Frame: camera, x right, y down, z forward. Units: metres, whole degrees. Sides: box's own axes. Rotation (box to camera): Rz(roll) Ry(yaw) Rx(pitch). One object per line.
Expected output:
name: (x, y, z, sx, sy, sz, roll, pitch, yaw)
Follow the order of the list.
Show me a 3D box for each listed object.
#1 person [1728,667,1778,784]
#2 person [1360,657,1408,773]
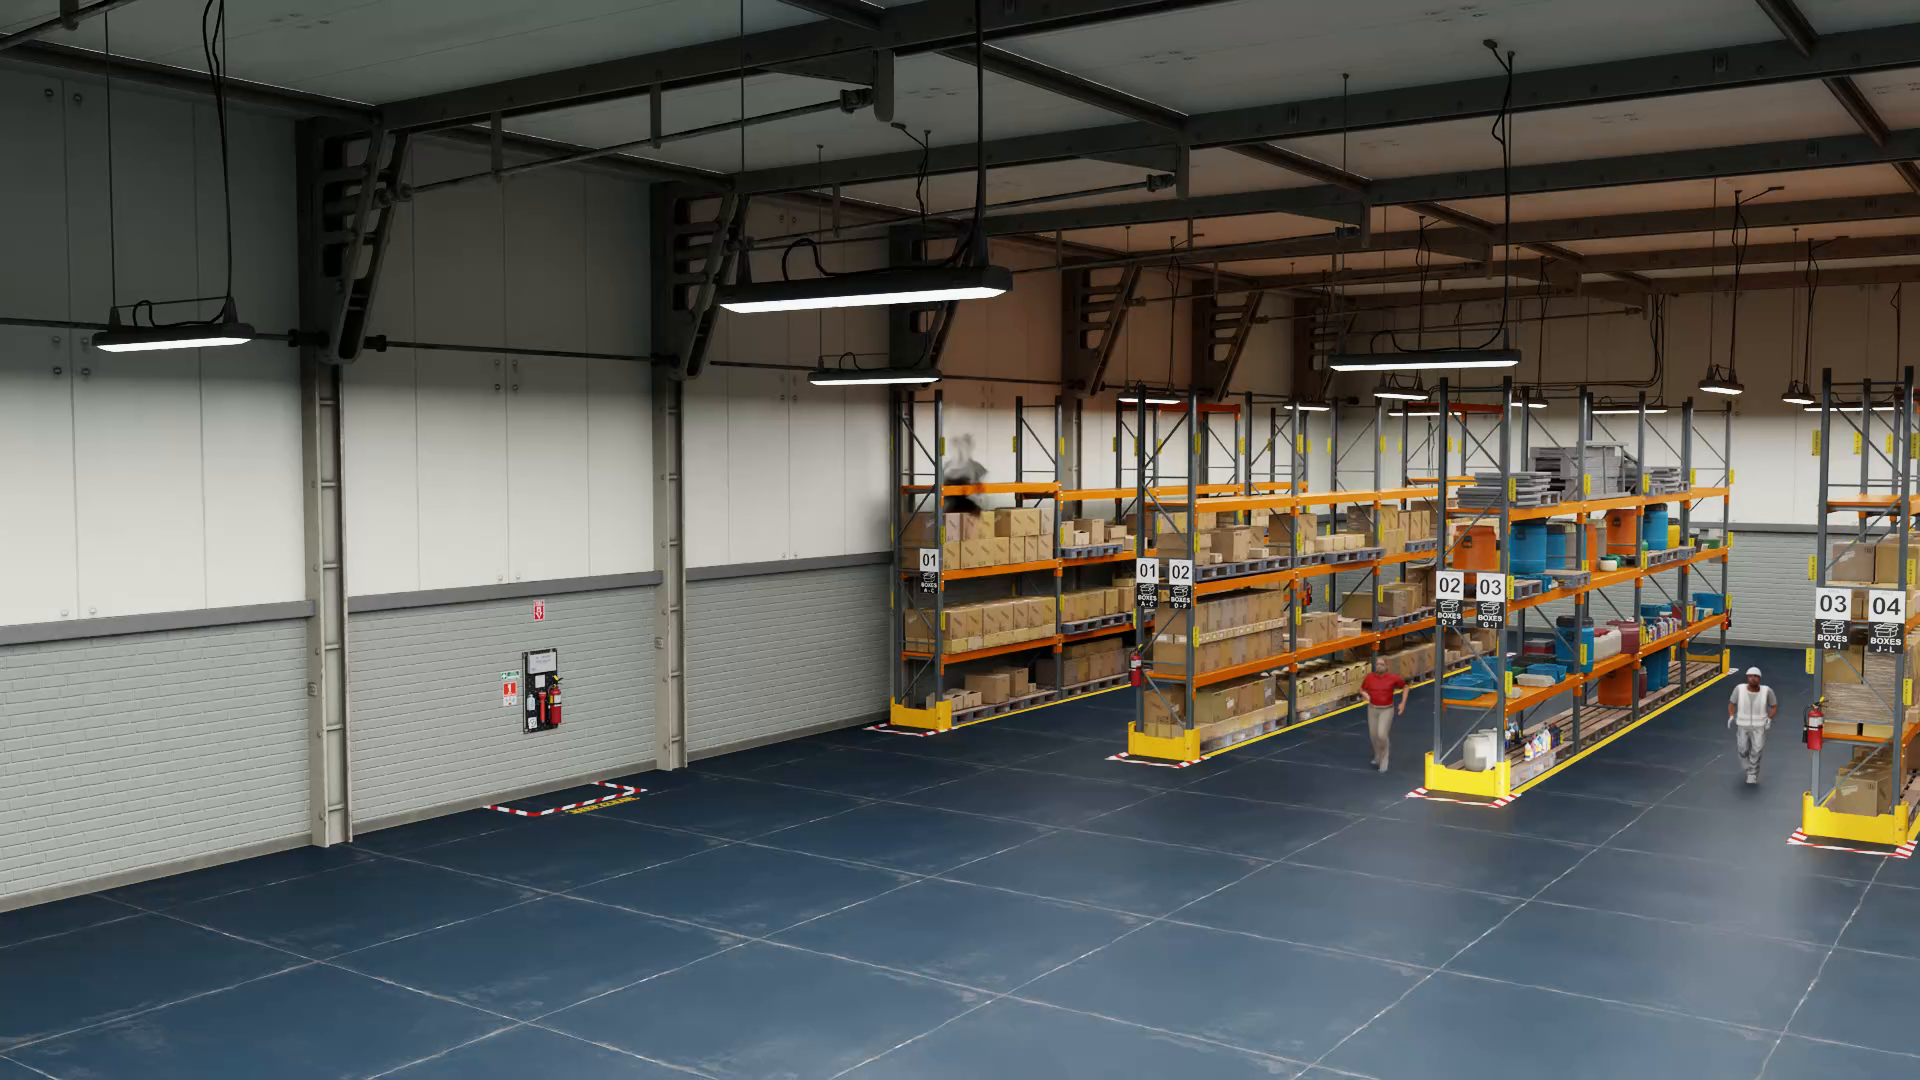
person: (11.825, 2.746, 24.796, 0.668, 1.728, 0.639, 2, 4, 29)
person: (6.527, 2.716, 25.735, 0.684, 1.812, 0.758, 2, 4, 35)
